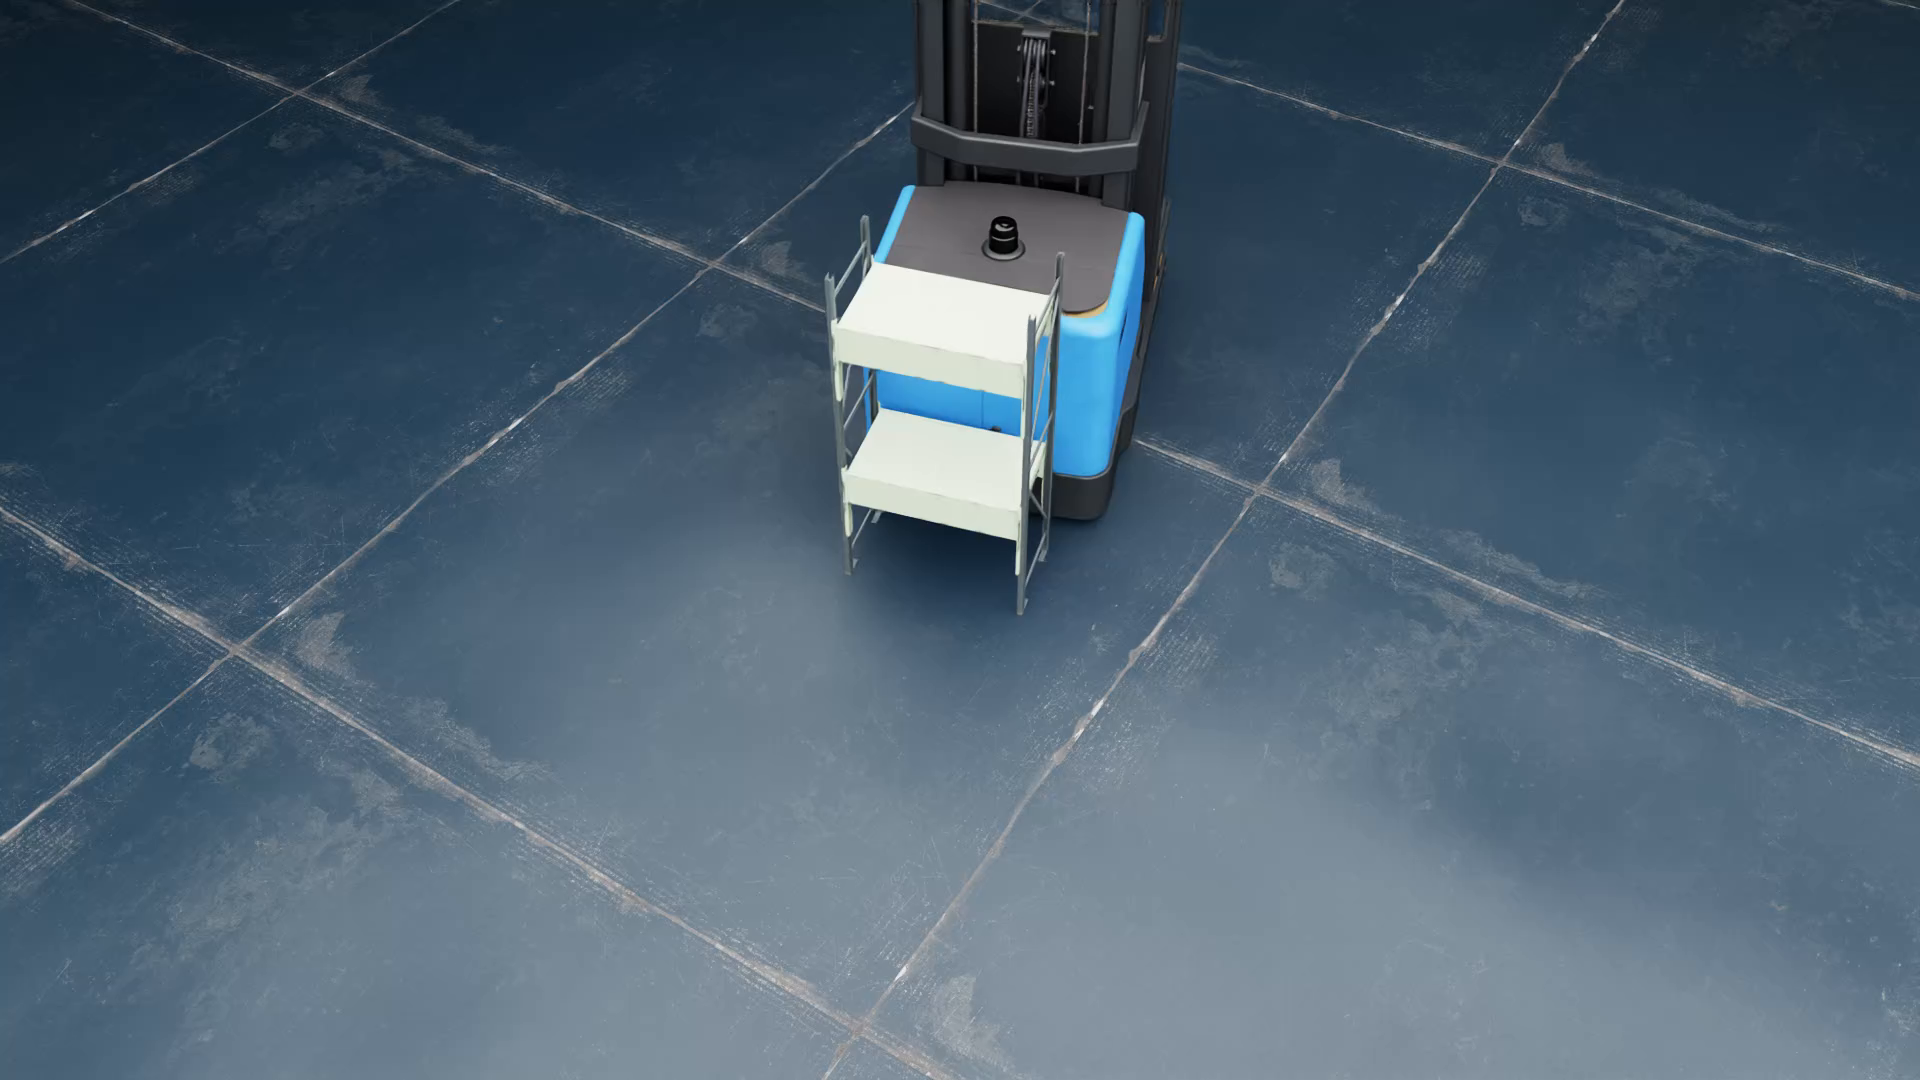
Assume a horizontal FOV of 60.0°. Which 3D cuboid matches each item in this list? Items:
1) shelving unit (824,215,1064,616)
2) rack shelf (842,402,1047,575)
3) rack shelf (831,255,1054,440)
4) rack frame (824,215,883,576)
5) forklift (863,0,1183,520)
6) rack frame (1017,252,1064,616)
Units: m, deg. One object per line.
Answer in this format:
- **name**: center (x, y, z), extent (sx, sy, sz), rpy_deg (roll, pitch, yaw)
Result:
- **shelving unit**: center (-0.051, -0.435, 6.349), extent (0.755, 1.500, 0.431), rpy_deg (13, 47, 12)
- **rack shelf**: center (-0.051, -0.208, 6.583), extent (0.720, 0.370, 0.431), rpy_deg (13, 47, 12)
- **rack shelf**: center (-0.051, -0.707, 6.069), extent (0.720, 0.370, 0.431), rpy_deg (13, 47, 12)
- **rack frame**: center (-0.399, -0.514, 6.426), extent (0.023, 1.500, 0.400), rpy_deg (13, 47, 12)
- **forklift**: center (0.403, -2.180, 7.046), extent (1.130, 2.935, 3.031), rpy_deg (9, 46, 8)
- **rack frame**: center (0.298, -0.356, 6.272), extent (0.023, 1.500, 0.400), rpy_deg (13, 47, 12)
